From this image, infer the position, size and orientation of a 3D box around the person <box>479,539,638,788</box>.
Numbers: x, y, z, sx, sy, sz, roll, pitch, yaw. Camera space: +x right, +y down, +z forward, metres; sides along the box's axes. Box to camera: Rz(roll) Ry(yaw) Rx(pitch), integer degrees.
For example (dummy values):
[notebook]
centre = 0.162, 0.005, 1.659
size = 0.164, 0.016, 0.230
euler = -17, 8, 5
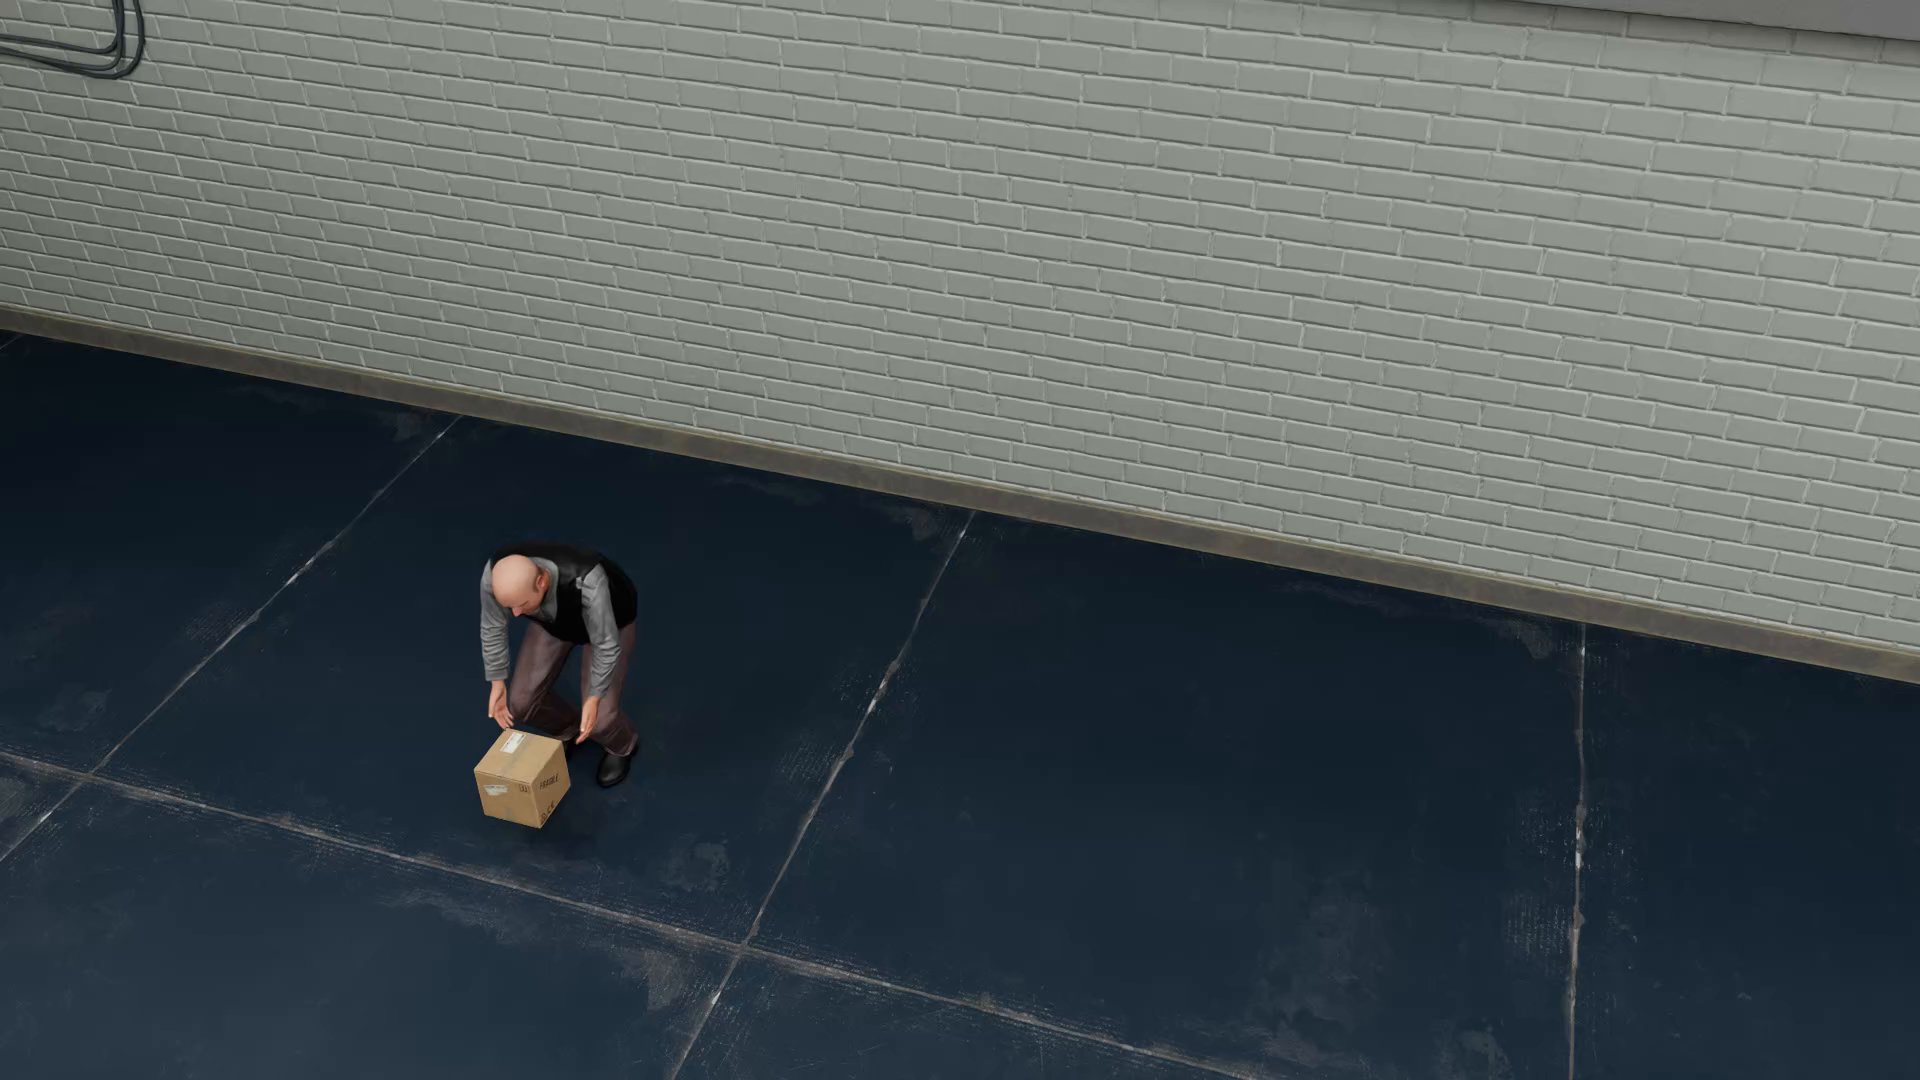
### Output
[person]
centre = -1.558, 0.441, 6.669
size = 0.590, 1.312, 0.754
euler = 11, 38, 14
